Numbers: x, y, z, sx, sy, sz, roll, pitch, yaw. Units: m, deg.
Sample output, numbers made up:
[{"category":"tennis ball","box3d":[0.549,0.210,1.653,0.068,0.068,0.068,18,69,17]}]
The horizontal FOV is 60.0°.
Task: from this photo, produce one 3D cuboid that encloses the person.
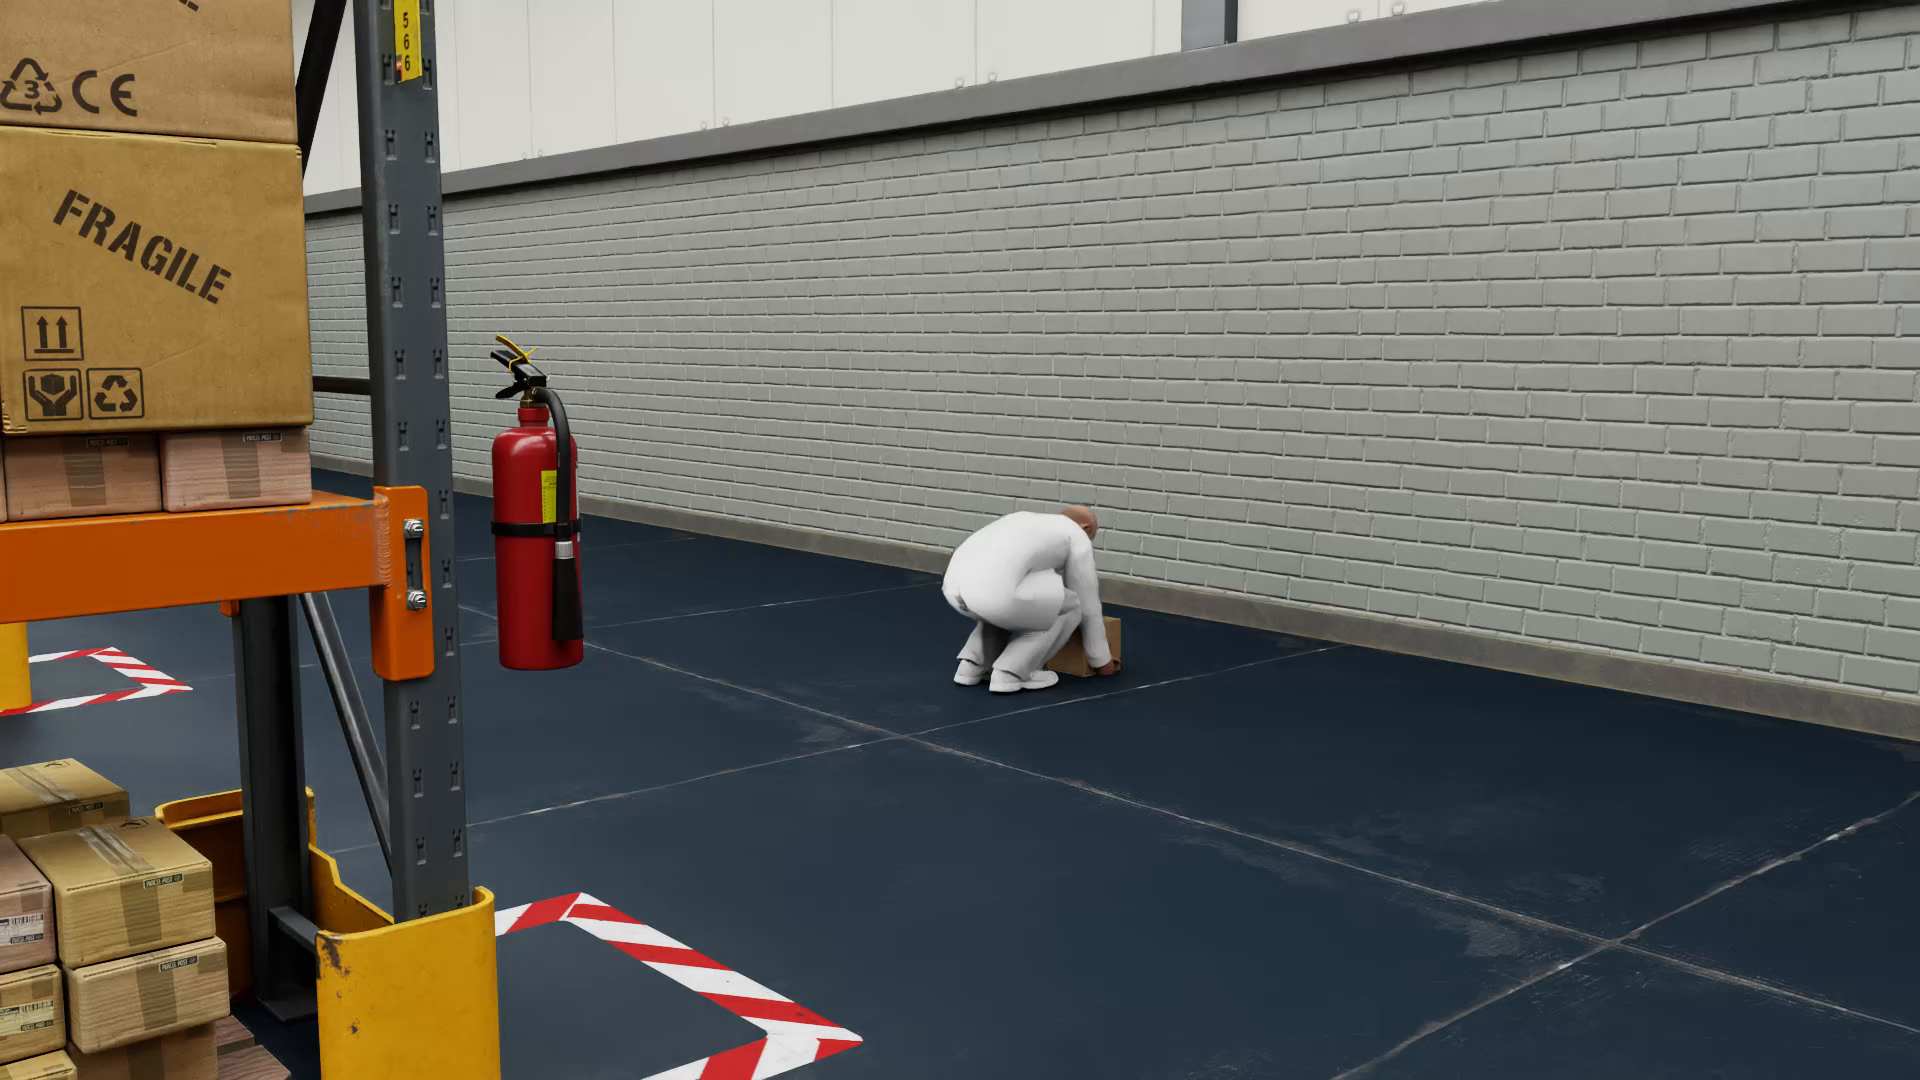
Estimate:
[{"category":"person","box3d":[0.324,0.280,7.696,0.938,0.827,0.577,-7,10,-42]}]
